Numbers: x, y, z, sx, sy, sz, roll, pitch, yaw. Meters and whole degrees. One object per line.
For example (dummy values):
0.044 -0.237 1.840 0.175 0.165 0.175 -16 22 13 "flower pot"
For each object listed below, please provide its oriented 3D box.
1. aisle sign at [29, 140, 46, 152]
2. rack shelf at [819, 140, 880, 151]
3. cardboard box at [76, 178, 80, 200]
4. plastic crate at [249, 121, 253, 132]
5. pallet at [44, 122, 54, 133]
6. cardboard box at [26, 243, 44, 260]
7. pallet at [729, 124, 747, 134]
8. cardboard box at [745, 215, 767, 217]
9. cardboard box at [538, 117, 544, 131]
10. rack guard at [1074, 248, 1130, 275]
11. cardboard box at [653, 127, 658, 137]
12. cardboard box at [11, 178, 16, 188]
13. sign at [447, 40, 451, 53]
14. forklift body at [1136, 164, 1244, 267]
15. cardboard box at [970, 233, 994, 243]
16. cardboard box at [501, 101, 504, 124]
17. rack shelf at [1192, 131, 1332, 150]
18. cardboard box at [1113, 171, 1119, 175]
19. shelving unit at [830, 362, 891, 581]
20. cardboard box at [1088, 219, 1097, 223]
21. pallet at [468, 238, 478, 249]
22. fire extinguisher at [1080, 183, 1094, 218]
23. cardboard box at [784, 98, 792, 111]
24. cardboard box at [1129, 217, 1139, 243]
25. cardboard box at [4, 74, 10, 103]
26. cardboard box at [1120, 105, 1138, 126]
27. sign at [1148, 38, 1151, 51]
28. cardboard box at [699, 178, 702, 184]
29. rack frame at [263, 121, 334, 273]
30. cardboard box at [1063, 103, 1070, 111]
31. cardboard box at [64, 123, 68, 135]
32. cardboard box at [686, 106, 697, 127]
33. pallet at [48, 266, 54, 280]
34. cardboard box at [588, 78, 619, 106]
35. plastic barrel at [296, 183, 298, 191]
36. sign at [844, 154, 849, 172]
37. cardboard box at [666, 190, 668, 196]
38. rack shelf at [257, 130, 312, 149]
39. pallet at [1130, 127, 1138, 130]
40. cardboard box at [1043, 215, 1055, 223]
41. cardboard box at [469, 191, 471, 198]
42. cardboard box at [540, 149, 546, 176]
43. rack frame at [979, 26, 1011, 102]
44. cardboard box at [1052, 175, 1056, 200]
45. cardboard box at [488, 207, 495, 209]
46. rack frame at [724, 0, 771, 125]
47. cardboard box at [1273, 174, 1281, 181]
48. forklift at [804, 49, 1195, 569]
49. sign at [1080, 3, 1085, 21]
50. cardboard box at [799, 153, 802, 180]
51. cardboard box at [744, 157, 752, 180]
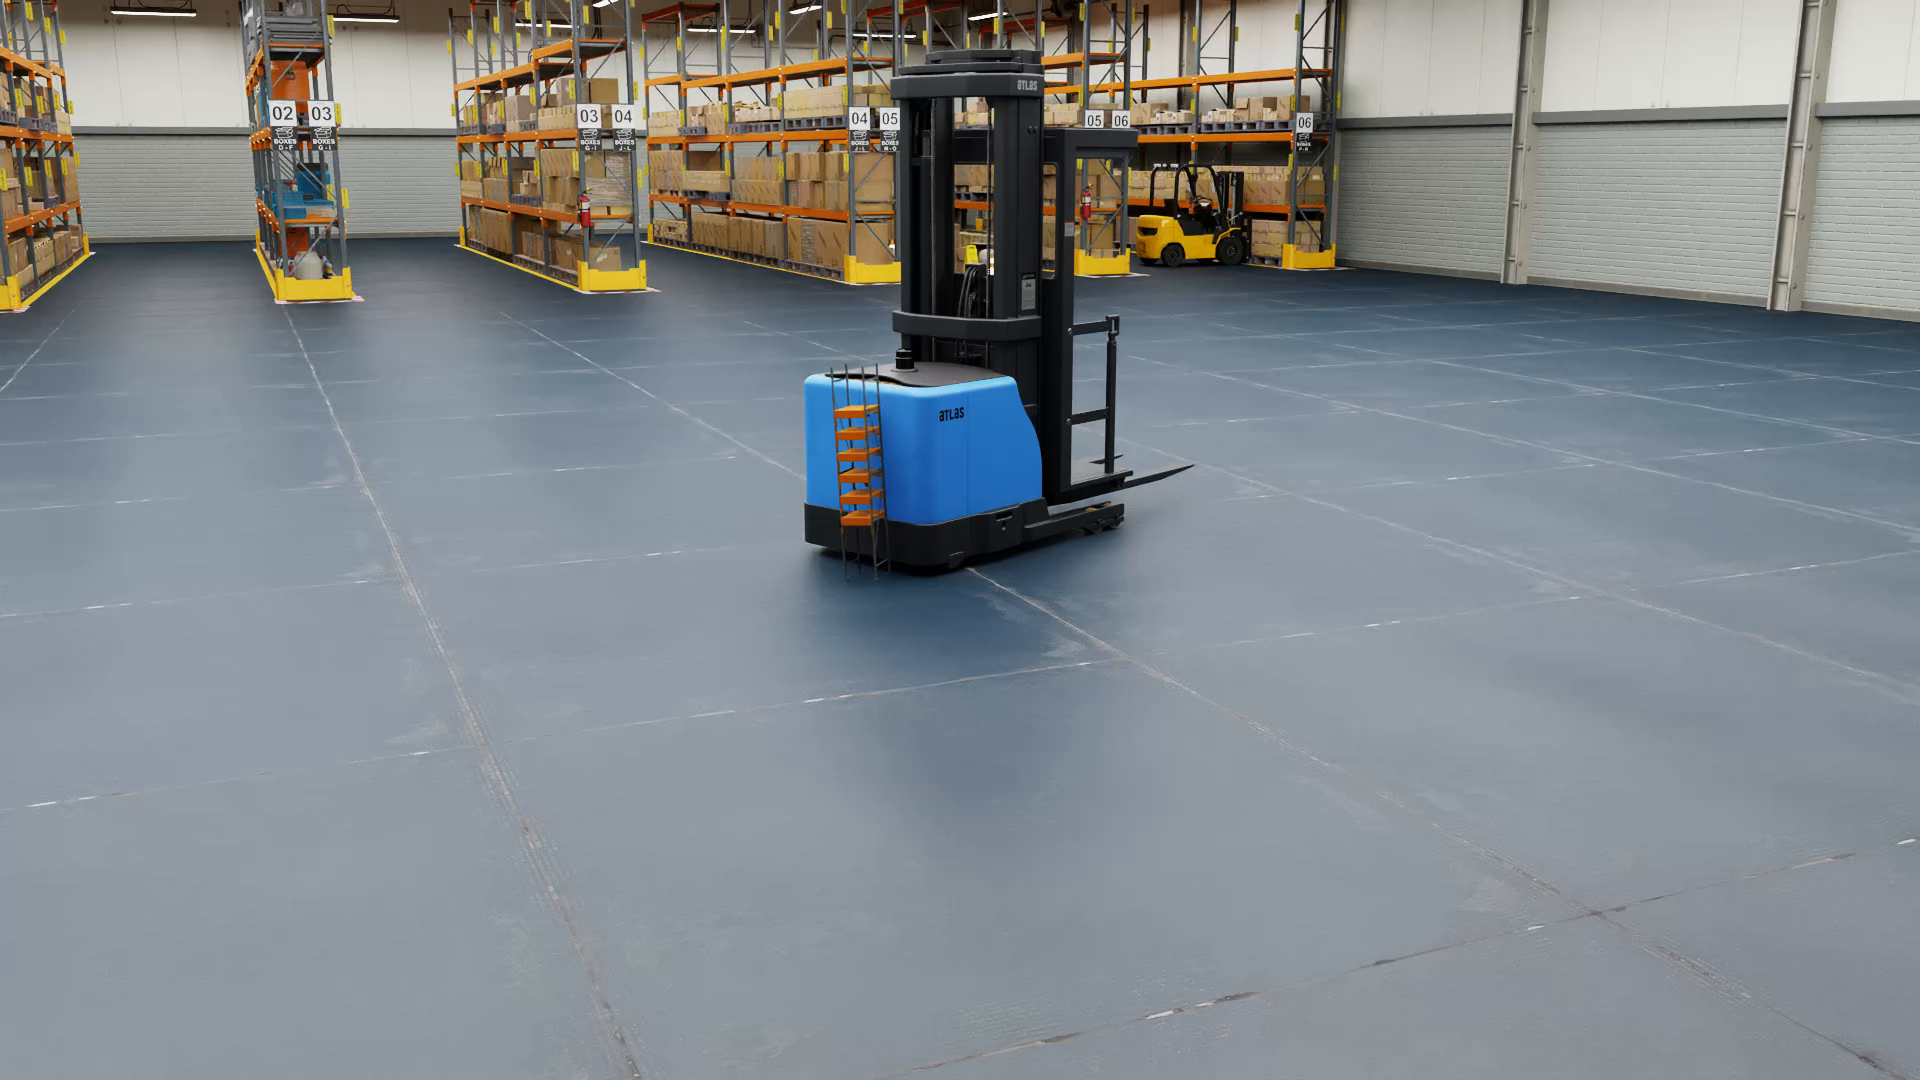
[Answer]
-21.976 -9.609 39.469 0.394 0.787 0.004 -6 14 -23 "aisle sign"
-2.720 -10.841 45.503 1.077 0.370 4.000 -6 14 -23 "rack shelf"
-21.251 -8.335 39.511 0.500 0.500 0.500 -5 14 -21 "cardboard box"
-16.779 -9.892 39.943 0.504 0.338 0.767 -6 14 -23 "plastic crate"
-19.462 -8.543 34.394 1.213 0.211 1.003 -6 14 -23 "pallet"
-17.214 -5.332 30.679 0.500 0.311 0.500 -6 14 -25 "cardboard box"
-4.505 -9.264 37.511 1.213 0.211 1.003 -5 14 -20 "pallet"
-4.866 -7.539 39.242 0.500 0.250 0.500 -6 14 -26 "cardboard box"
-7.849 -8.042 32.143 0.500 0.250 0.500 -6 14 -25 "cardboard box"
2.858 -5.636 33.613 1.175 0.500 0.348 -6 14 -23 "rack guard"
-7.864 -10.839 44.230 0.500 0.250 0.500 -5 14 -21 "cardboard box"
-16.363 -6.098 28.406 0.380 0.149 0.250 -6 14 -25 "cardboard box"
-13.112 -12.655 42.667 0.100 0.325 0.005 -6 14 -23 "sign"
5.004 -7.101 36.280 2.313 2.155 1.214 -6 14 -23 "forklift body"
0.782 -6.845 38.190 0.950 0.372 0.625 -5 14 -19 "cardboard box"
-9.707 -9.432 36.656 0.797 0.503 0.637 -5 14 -20 "cardboard box"
6.634 -8.811 36.732 1.077 0.370 4.000 -6 14 -23 "rack shelf"
4.088 -9.212 41.861 0.380 0.149 0.250 -5 14 -21 "cardboard box"
-0.555 -0.383 9.325 0.189 1.200 0.258 0 11 18 "shelving unit"
3.673 -8.099 43.324 0.500 0.500 0.500 -6 14 -24 "cardboard box"
-12.209 -7.732 43.309 1.003 0.211 1.213 -6 14 -23 "pallet"
2.512 -6.735 32.990 0.296 0.674 0.183 -6 14 -23 "fire extinguisher"
-3.270 -8.857 33.852 0.500 0.250 0.500 -6 14 -23 "cardboard box"
4.736 -7.723 41.423 0.875 0.625 0.625 -5 14 -21 "cardboard box"
-17.333 -8.080 29.716 0.500 0.500 0.500 -4 14 -18 "cardboard box"
4.297 -10.532 41.195 0.500 0.500 0.500 -5 14 -22 "cardboard box"
4.737 -12.446 41.765 0.100 0.325 0.005 -6 14 -23 "sign"
-6.049 -8.631 39.974 0.380 0.149 0.250 -6 14 -24 "cardboard box"
-12.333 -6.322 31.033 1.000 3.000 0.127 -6 14 -23 "rack frame"
2.295 -8.717 33.516 0.380 0.149 0.250 -6 14 -24 "cardboard box"
-20.830 -9.454 38.247 0.500 0.250 0.500 -6 14 -23 "cardboard box"
-6.363 -10.476 41.175 0.700 0.500 0.500 -6 14 -23 "cardboard box"
-18.181 -5.170 32.238 1.003 0.211 1.213 -6 14 -23 "pallet"
-6.539 -8.173 30.387 0.500 0.500 0.500 -6 14 -23 "cardboard box"
-12.515 -6.606 31.957 0.433 0.535 0.433 0 13 0 "plastic barrel"
-2.110 -7.003 30.884 0.100 0.325 0.005 -6 14 -23 "sign"
-7.515 -9.139 43.762 0.380 0.149 0.250 -5 14 -21 "cardboard box"
-13.134 -7.846 32.561 1.077 0.370 4.000 -6 14 -23 "rack shelf"
4.584 -10.177 41.457 1.213 0.211 1.003 -5 14 -20 "pallet"
1.918 -6.703 34.744 0.380 0.149 0.250 -5 14 -21 "cardboard box"
-12.144 -8.705 41.888 0.380 0.149 0.250 -6 14 -24 "cardboard box"
-7.847 -7.334 32.308 0.500 0.500 0.500 -6 14 -23 "cardboard box"
1.025 -13.516 48.810 1.000 3.000 0.127 -6 14 -23 "rack frame"
2.222 -7.223 34.044 0.500 0.500 0.500 -6 14 -23 "cardboard box"
-11.190 -7.735 40.920 0.875 0.875 0.875 -6 14 -23 "cardboard box"
-4.811 -10.946 37.706 1.000 3.000 0.127 -6 14 -23 "rack frame"
6.910 -7.748 35.536 0.380 0.149 0.250 -5 14 -22 "cardboard box"
0.407 -1.534 10.498 1.130 2.935 3.031 11 17 40 "forklift"
2.371 -10.247 32.265 0.100 0.325 0.005 -6 14 -23 "sign"
-2.766 -7.613 33.885 0.875 0.550 0.550 -6 14 -23 "cardboard box"
-4.437 -8.361 37.403 0.700 0.500 0.500 -6 14 -24 "cardboard box"
